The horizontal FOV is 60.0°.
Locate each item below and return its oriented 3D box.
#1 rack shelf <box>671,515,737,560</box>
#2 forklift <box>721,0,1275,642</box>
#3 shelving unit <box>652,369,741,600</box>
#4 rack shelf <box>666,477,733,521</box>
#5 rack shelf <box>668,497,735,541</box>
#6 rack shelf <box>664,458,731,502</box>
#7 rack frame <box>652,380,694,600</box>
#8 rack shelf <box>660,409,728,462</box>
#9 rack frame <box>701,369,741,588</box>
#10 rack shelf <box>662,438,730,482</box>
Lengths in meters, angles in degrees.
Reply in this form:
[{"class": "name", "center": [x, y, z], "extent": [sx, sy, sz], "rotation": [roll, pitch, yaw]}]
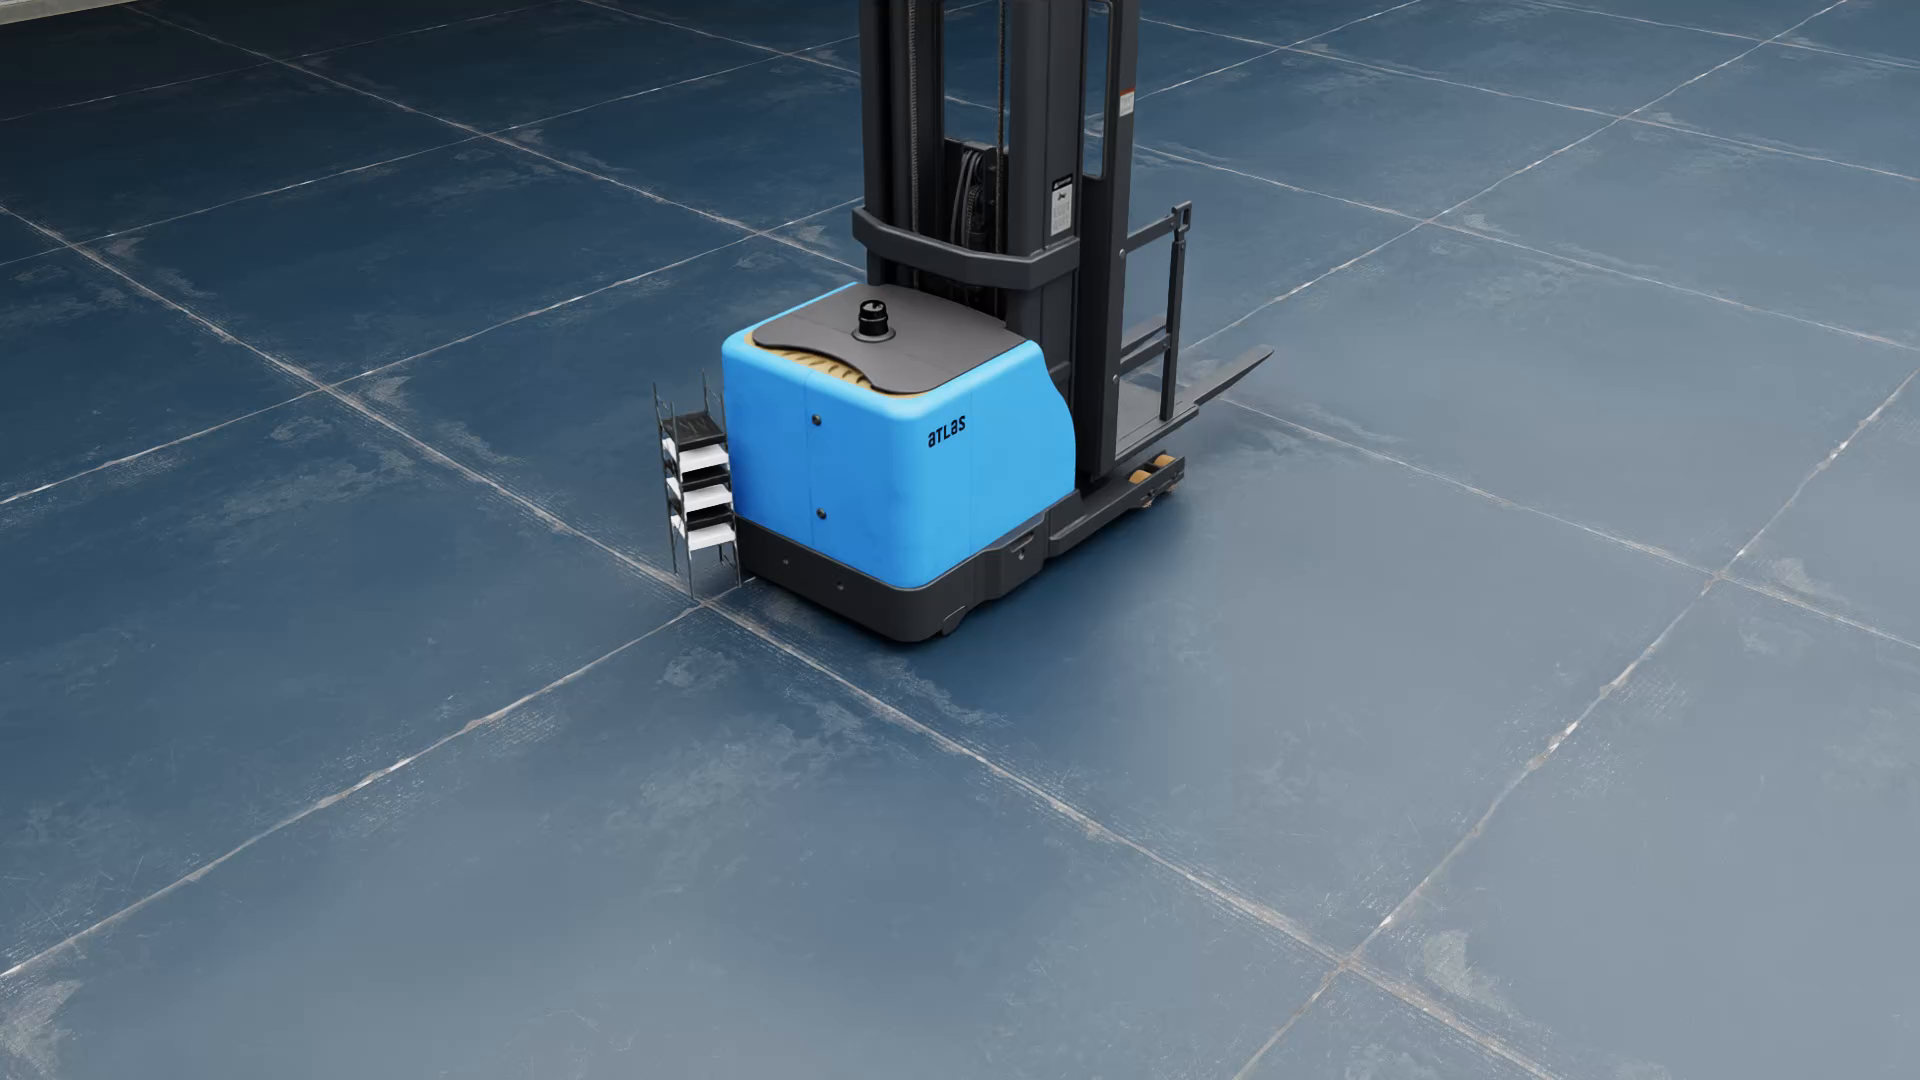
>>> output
[{"class": "rack shelf", "center": [-1.060, -0.034, 6.845], "extent": [0.200, 0.077, 0.258], "rotation": [-15, 34, -23]}, {"class": "forklift", "center": [0.377, -1.548, 6.980], "extent": [1.130, 2.935, 3.031], "rotation": [23, 38, 33]}, {"class": "shelving unit", "center": [-1.062, -0.216, 6.735], "extent": [0.210, 0.900, 0.258], "rotation": [-15, 34, -23]}, {"class": "rack shelf", "center": [-1.061, -0.188, 6.752], "extent": [0.200, 0.077, 0.258], "rotation": [-15, 34, -23]}, {"class": "rack shelf", "center": [-1.061, -0.111, 6.799], "extent": [0.200, 0.077, 0.258], "rotation": [-15, 34, -23]}, {"class": "rack shelf", "center": [-1.062, -0.264, 6.705], "extent": [0.200, 0.077, 0.258], "rotation": [-15, 34, -23]}, {"class": "rack frame", "center": [-1.152, -0.192, 6.696], "extent": [0.006, 0.900, 0.240], "rotation": [-15, 34, -23]}, {"class": "rack shelf", "center": [-1.063, -0.418, 6.612], "extent": [0.200, 0.077, 0.258], "rotation": [-15, 34, -23]}, {"class": "rack frame", "center": [-0.971, -0.241, 6.774], "extent": [0.006, 0.900, 0.240], "rotation": [-15, 34, -23]}, {"class": "rack shelf", "center": [-1.063, -0.341, 6.659], "extent": [0.200, 0.077, 0.258], "rotation": [-15, 34, -23]}]
